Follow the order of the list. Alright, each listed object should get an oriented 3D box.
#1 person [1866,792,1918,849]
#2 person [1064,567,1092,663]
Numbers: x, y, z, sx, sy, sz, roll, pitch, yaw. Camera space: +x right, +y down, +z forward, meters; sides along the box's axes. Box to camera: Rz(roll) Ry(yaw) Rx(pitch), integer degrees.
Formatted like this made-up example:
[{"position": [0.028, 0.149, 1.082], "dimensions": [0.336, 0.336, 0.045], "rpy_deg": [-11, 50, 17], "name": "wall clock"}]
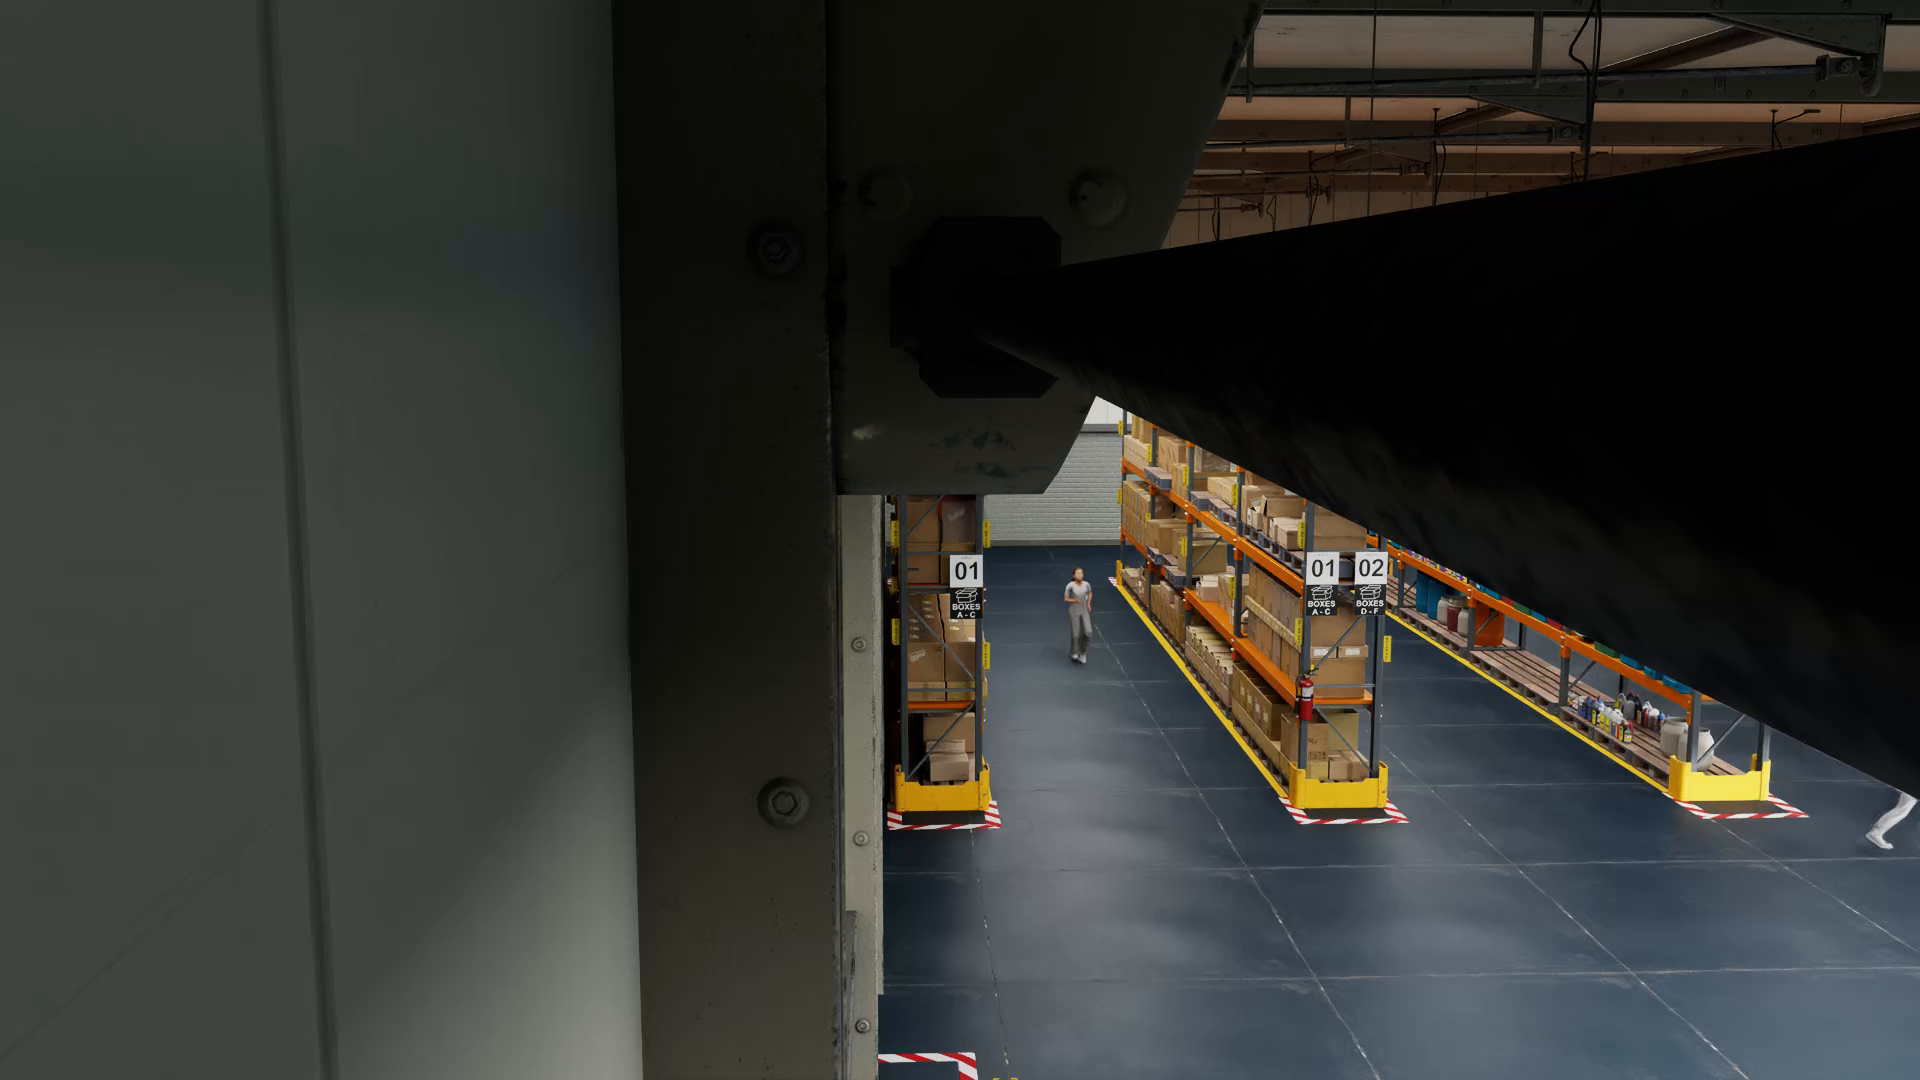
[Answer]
[{"position": [10.808, 2.692, 18.802], "dimensions": [0.871, 1.639, 0.621], "rpy_deg": [6, 10, 34], "name": "person"}, {"position": [2.064, 1.307, 28.658], "dimensions": [0.546, 1.658, 0.641], "rpy_deg": [-2, 9, -13], "name": "person"}]
